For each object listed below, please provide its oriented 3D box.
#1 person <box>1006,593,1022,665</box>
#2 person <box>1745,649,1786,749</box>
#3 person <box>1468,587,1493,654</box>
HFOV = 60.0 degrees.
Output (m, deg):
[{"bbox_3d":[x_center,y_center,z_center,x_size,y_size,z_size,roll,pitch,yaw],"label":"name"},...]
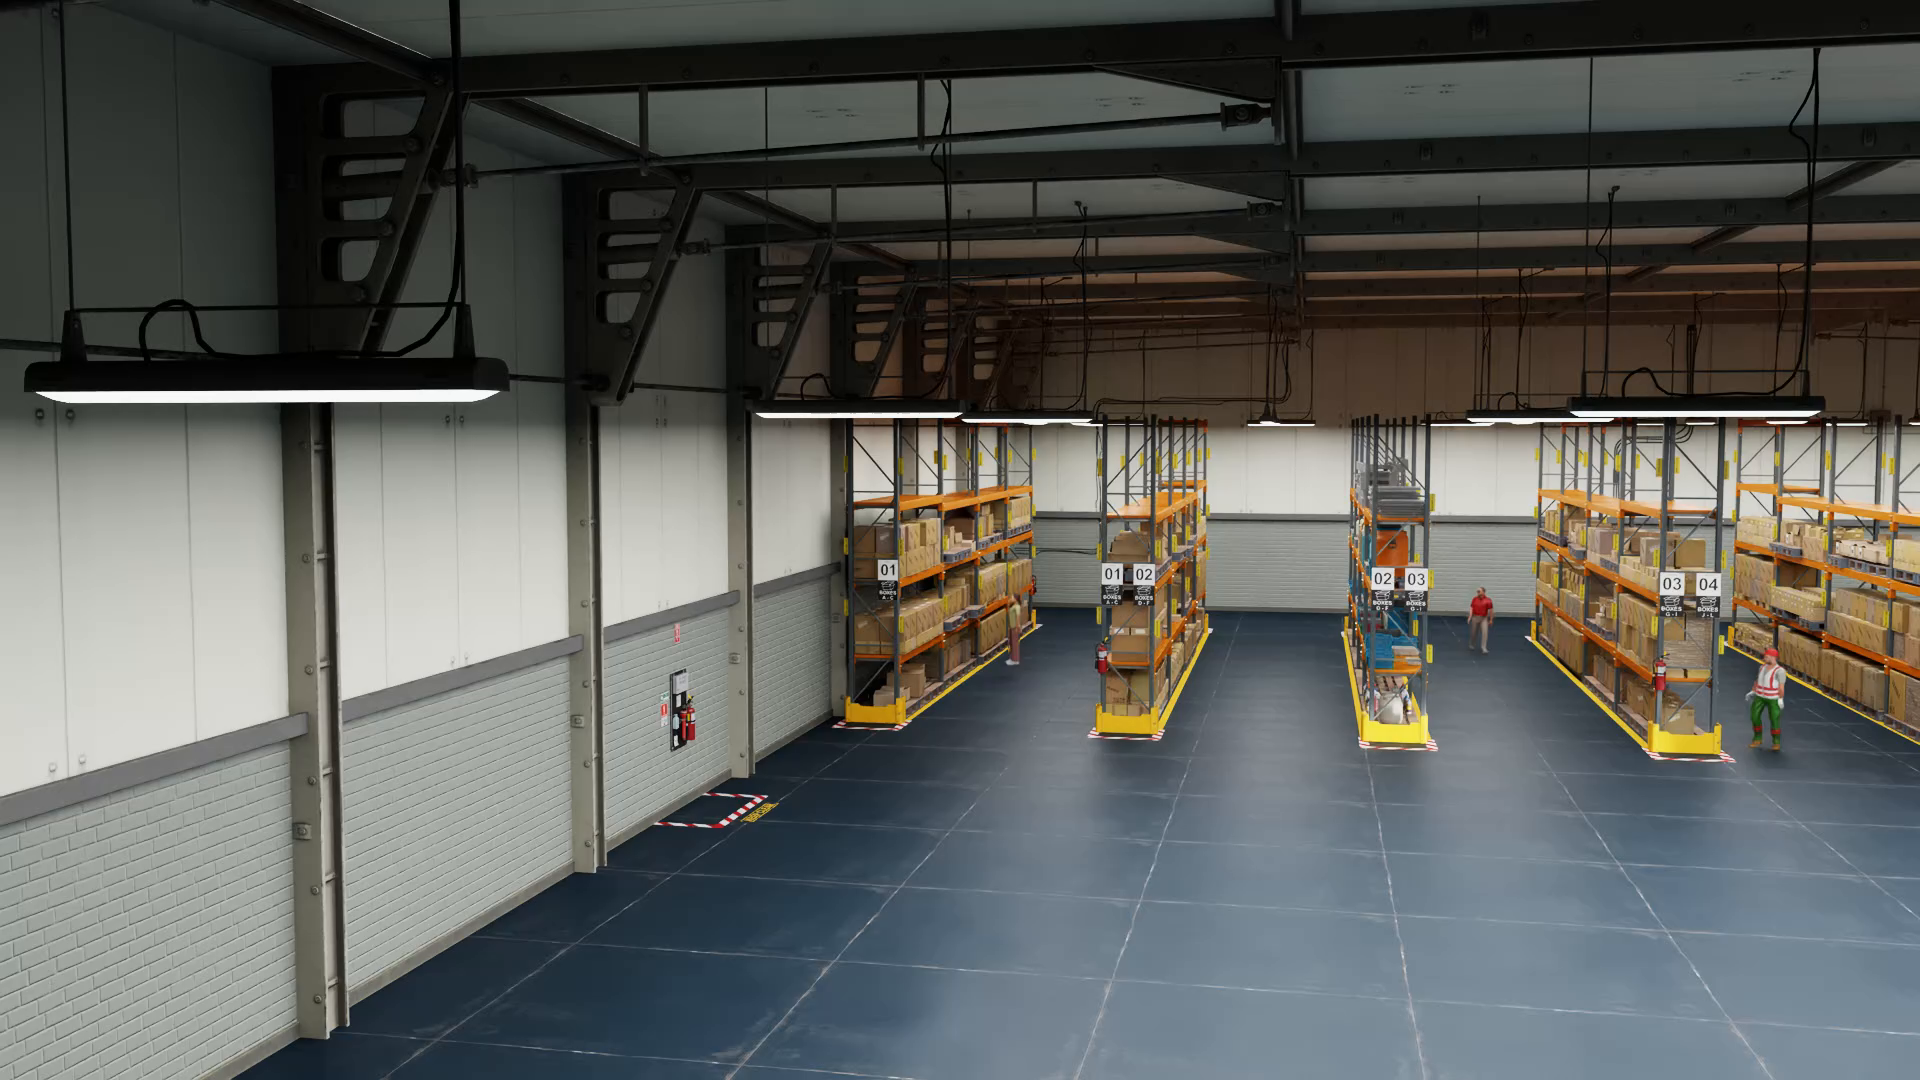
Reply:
[{"bbox_3d":[1.268,2.087,39.149,0.399,1.676,0.474,-1,4,-9],"label":"person"},{"bbox_3d":[14.416,2.836,29.755,0.365,1.809,0.689,-3,5,-35],"label":"person"},{"bbox_3d":[13.311,2.047,42.571,0.642,1.682,0.996,0,4,6],"label":"person"}]
